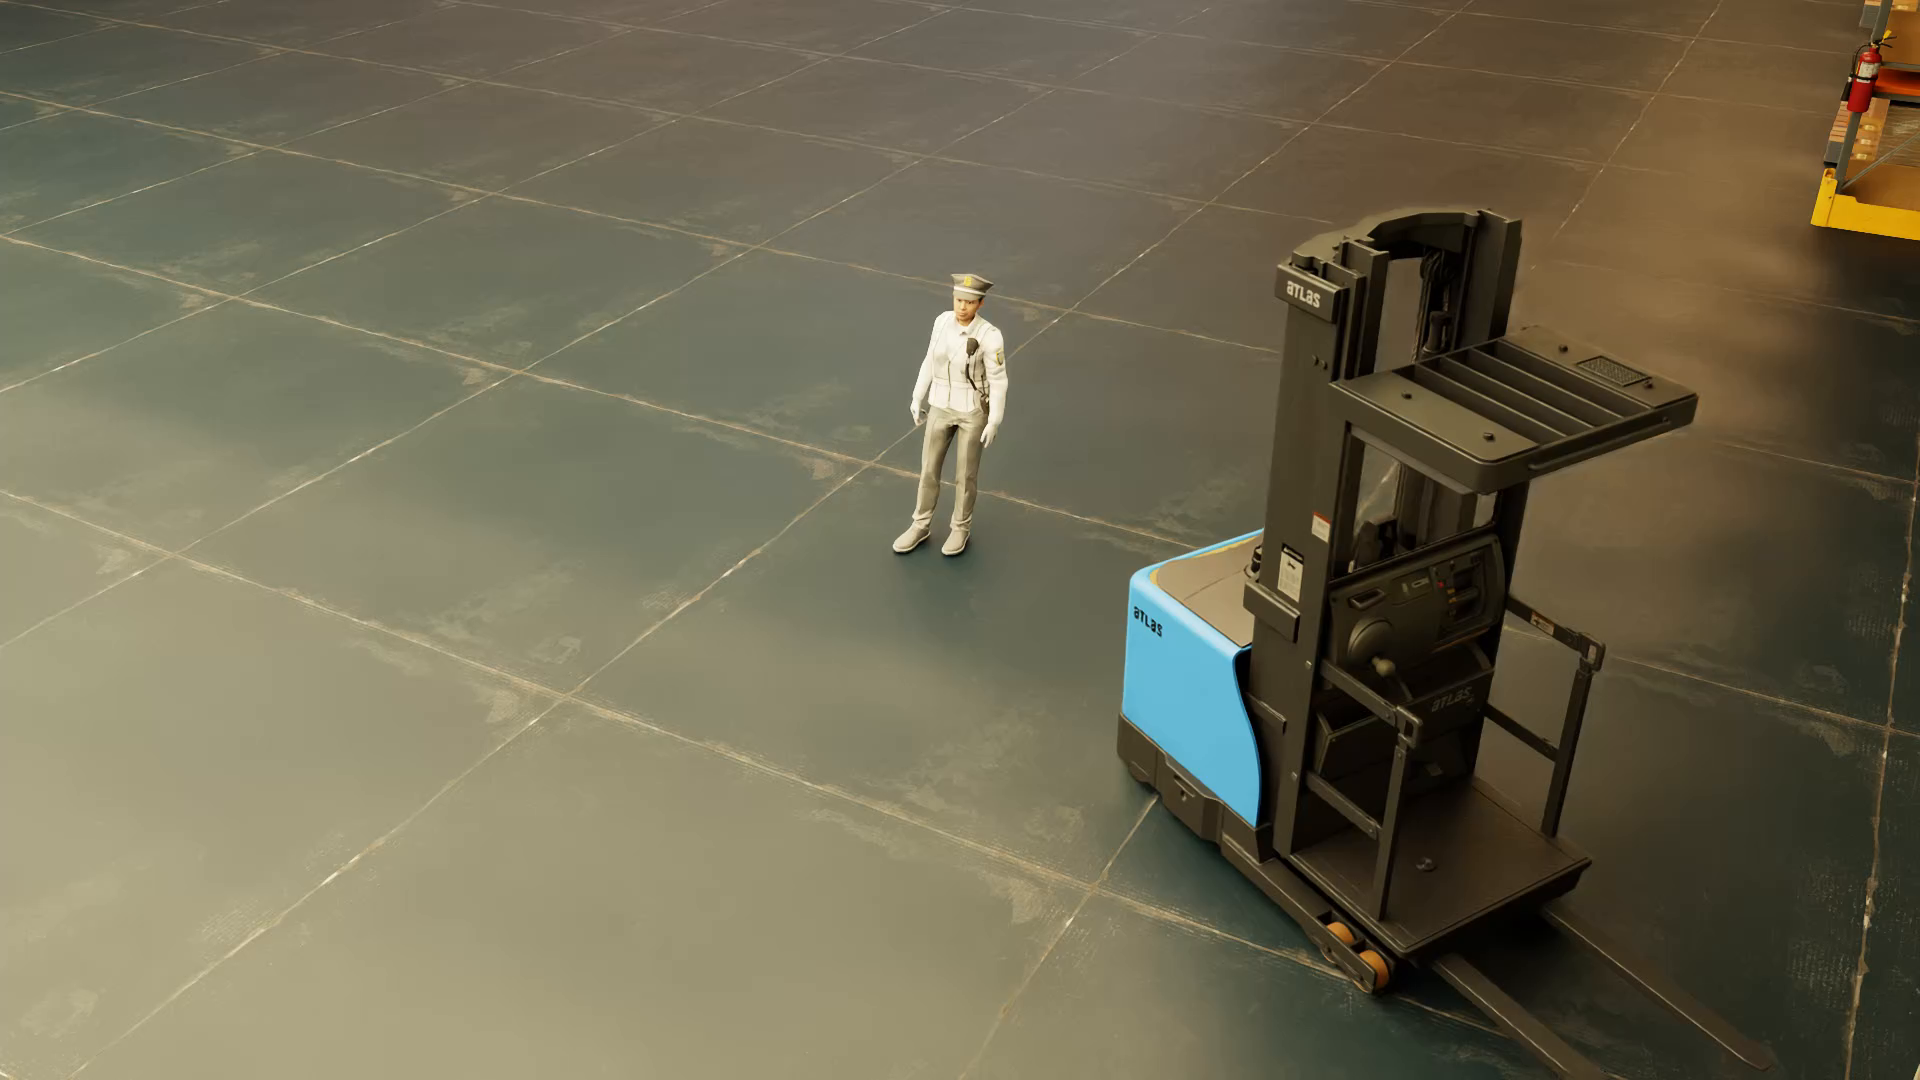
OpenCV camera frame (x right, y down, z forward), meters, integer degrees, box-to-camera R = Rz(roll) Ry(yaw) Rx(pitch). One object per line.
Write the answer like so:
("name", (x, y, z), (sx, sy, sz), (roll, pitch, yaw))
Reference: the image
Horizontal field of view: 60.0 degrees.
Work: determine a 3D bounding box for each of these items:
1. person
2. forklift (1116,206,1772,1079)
("person", (-0.039, -0.712, 9.527), (0.588, 1.695, 0.531), (15, 33, 25))
("forklift", (1.953, 0.312, 6.530), (1.130, 2.935, 3.031), (-17, 34, -27))
